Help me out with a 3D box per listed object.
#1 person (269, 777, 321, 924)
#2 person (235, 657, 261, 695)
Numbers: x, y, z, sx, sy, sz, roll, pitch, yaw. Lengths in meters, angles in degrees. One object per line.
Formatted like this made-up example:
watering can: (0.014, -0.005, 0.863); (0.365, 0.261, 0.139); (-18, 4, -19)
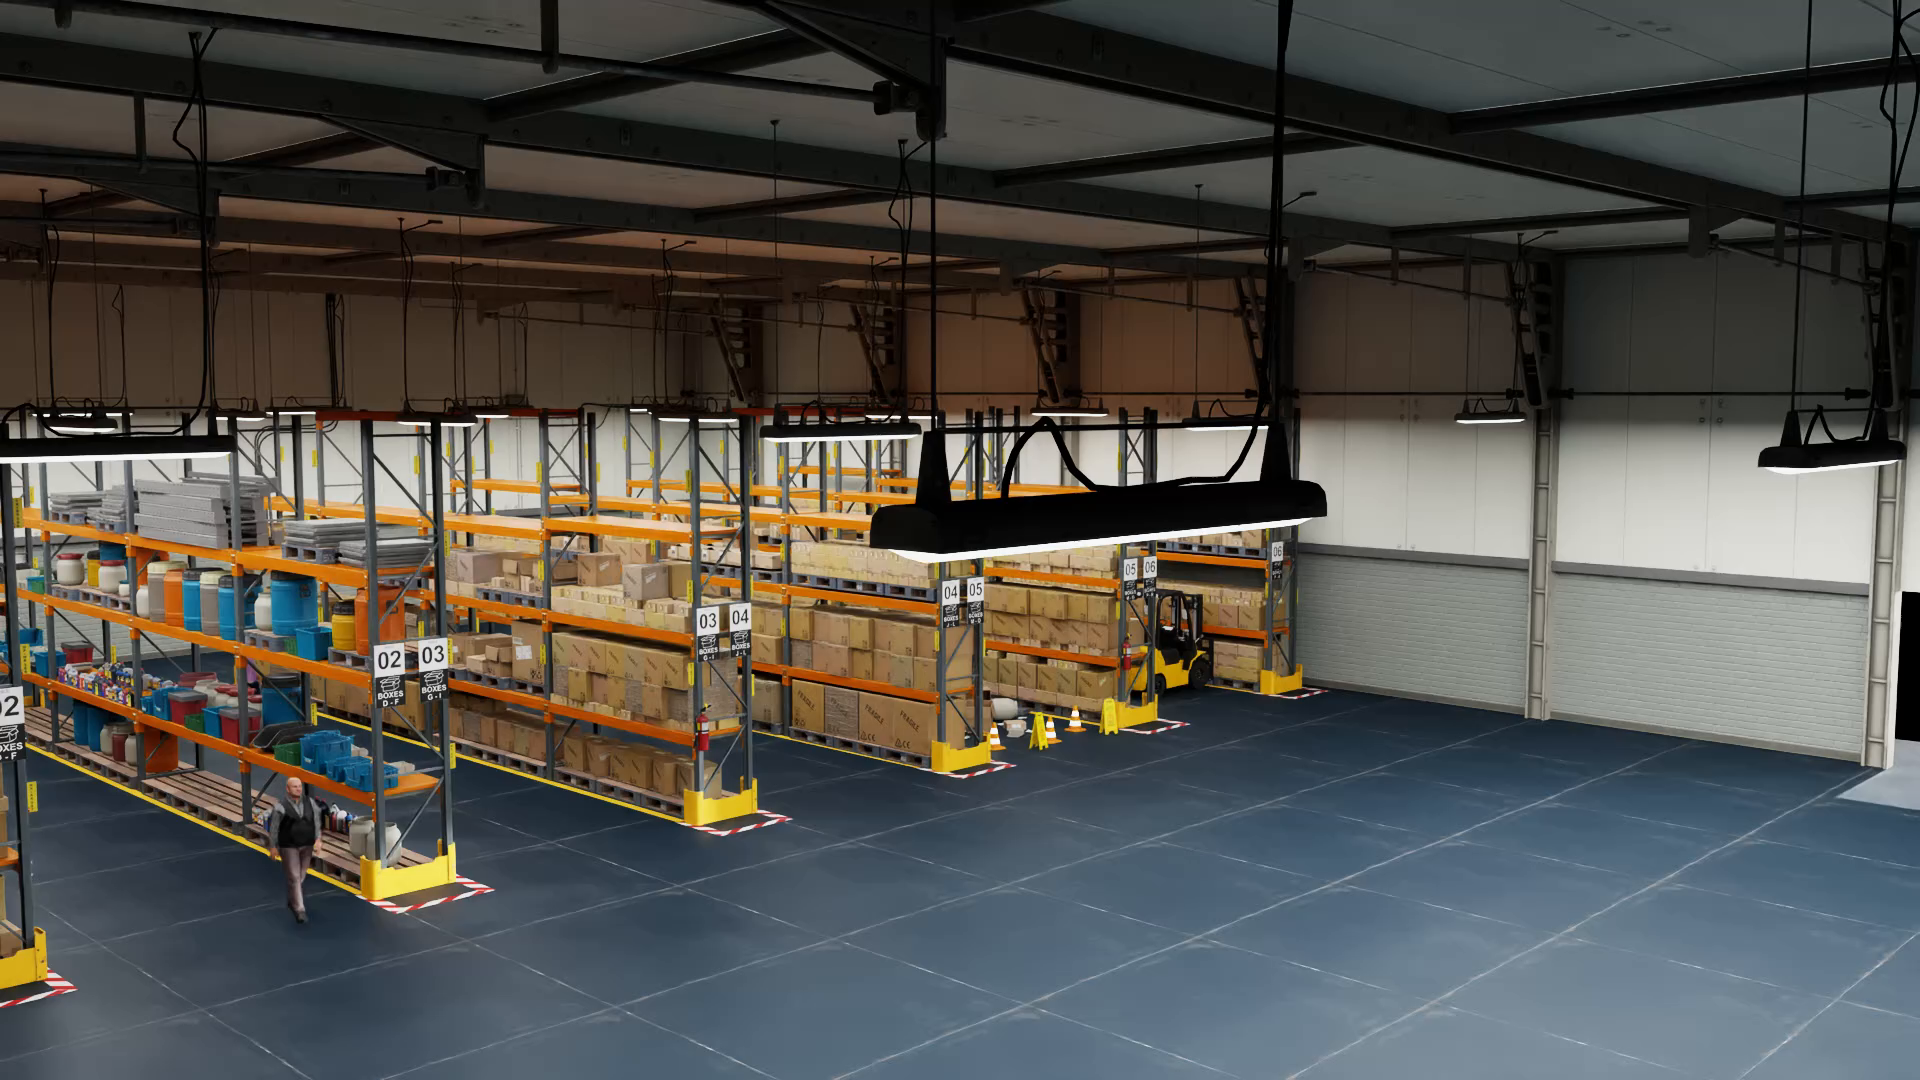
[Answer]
person: (-7.946, 3.697, 20.026); (0.964, 1.677, 0.566); (4, 7, 39)
person: (-13.602, 2.723, 31.754); (0.448, 1.599, 0.439); (-2, 5, -19)
